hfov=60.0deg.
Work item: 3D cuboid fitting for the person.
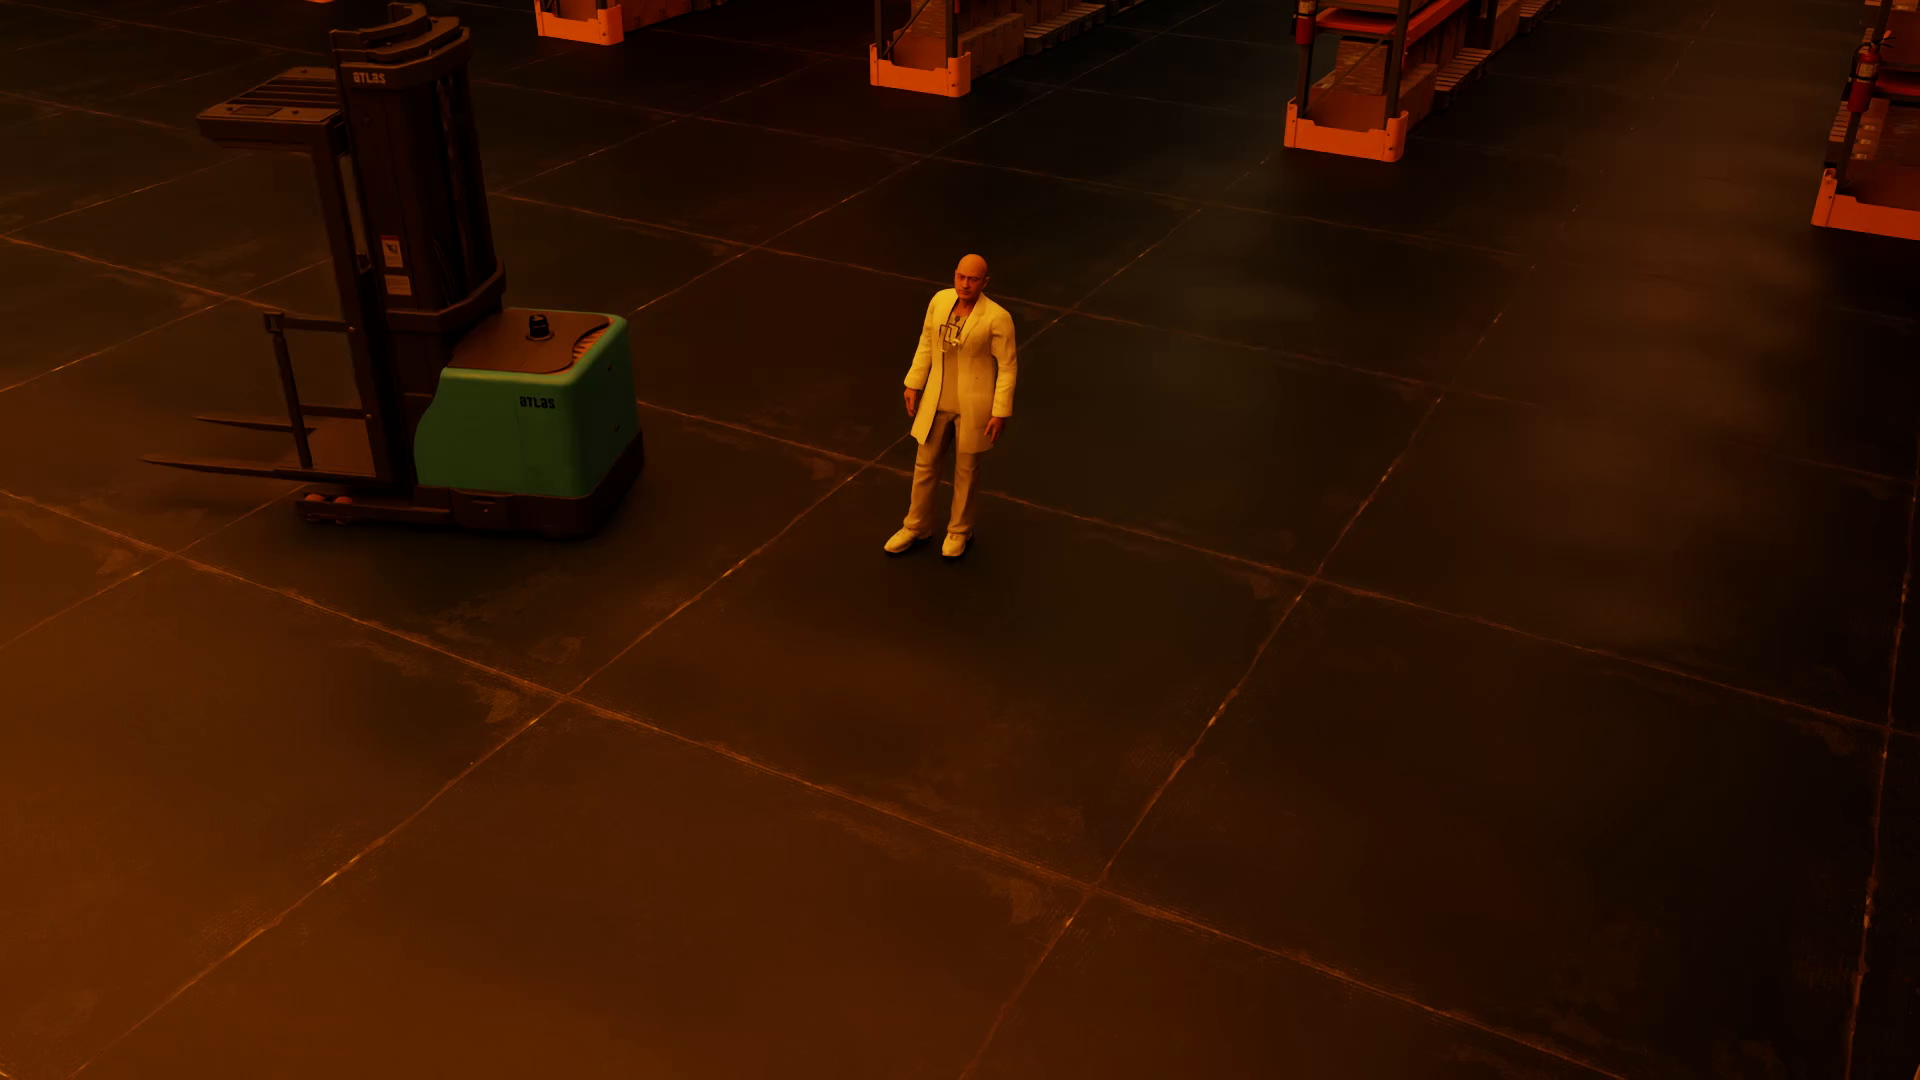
[{"bbox_3d":[-0.048,-0.738,9.488,0.696,1.776,0.581,15,33,25],"label":"person"}]

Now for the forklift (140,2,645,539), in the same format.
[{"bbox_3d":[-3.599,-1.620,9.878,3.031,2.935,1.130,5,30,8],"label":"forklift"}]
